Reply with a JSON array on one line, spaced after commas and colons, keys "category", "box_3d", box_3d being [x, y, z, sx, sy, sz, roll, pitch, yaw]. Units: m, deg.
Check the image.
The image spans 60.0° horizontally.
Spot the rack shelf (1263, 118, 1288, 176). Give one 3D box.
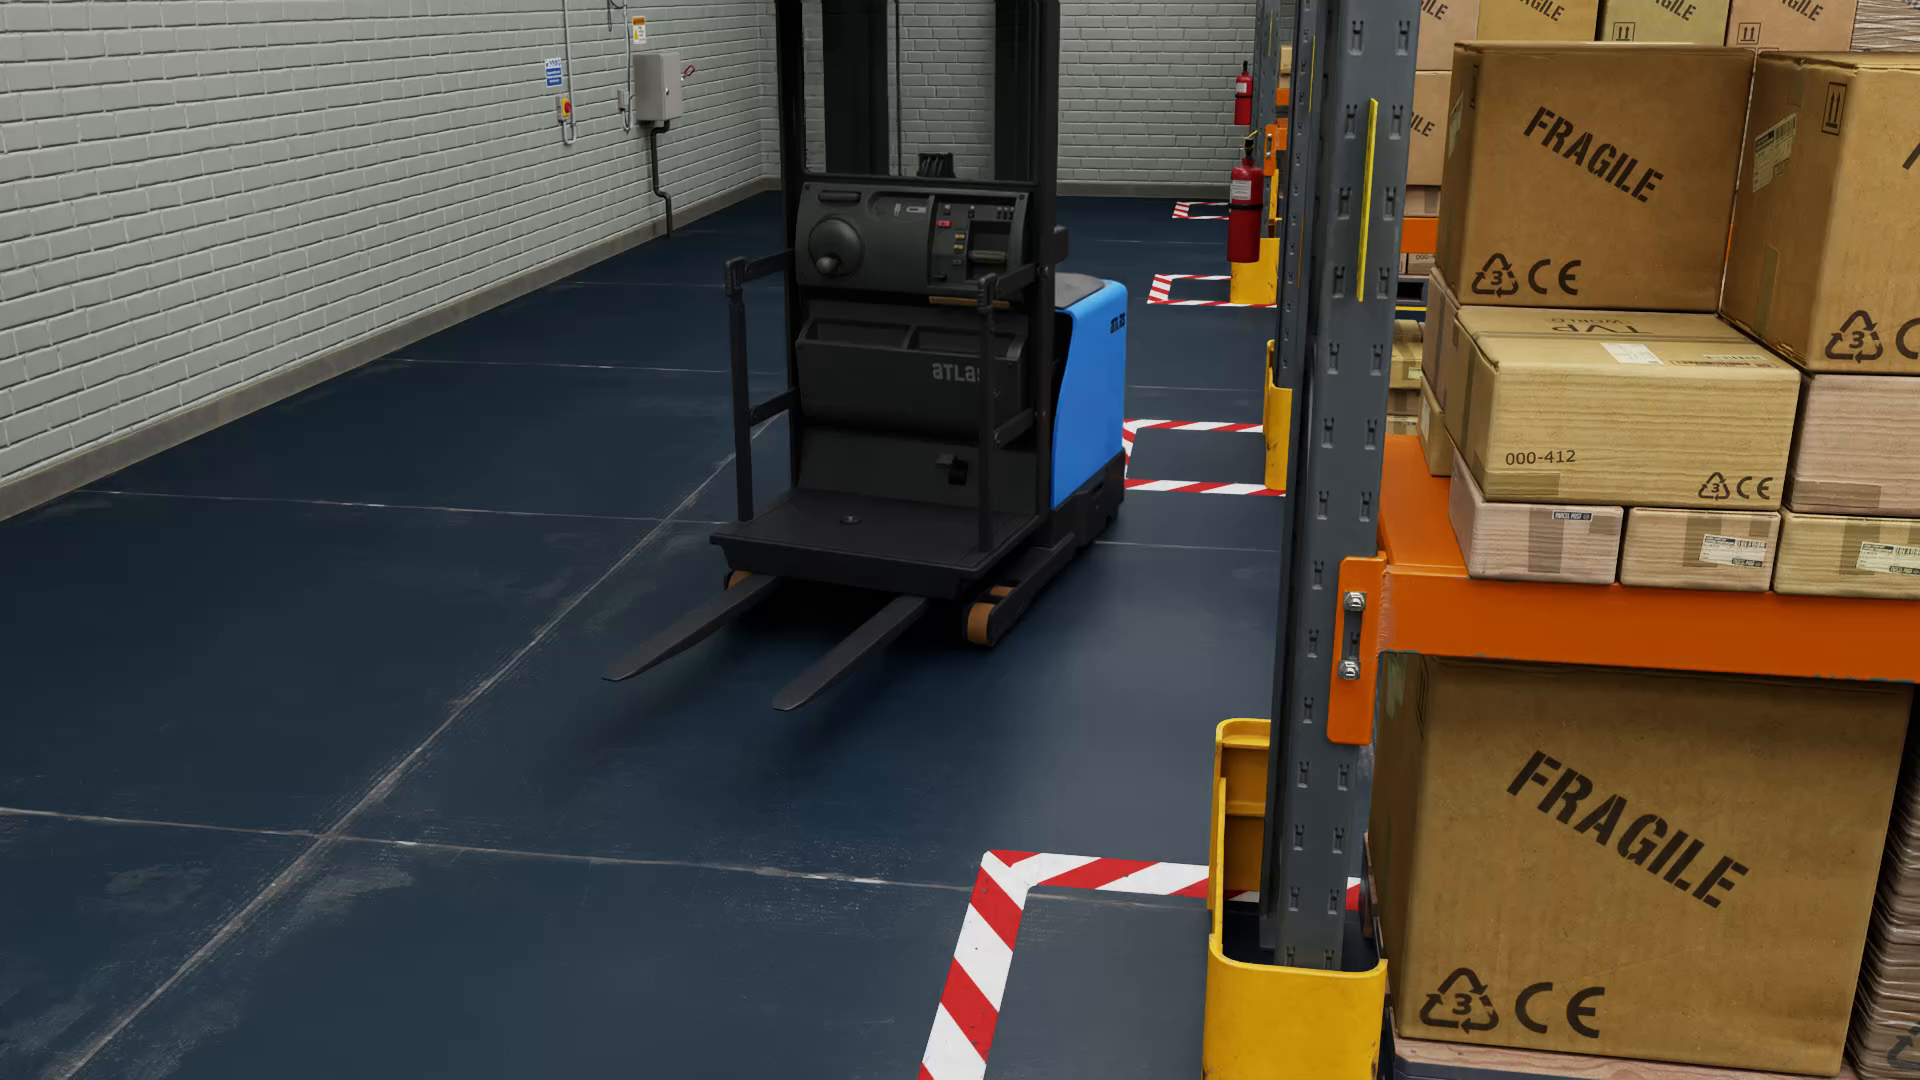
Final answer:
[{"category": "rack shelf", "box_3d": [4.321, -2.956, 12.544, 4.000, 0.370, 1.077, 3, 19, 9]}]

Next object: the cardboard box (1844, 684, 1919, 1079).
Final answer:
[{"category": "cardboard box", "box_3d": [2.317, 0.568, 3.565, 0.875, 0.875, 0.875, 3, 19, 9]}]

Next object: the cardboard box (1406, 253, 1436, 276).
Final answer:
[{"category": "cardboard box", "box_3d": [3.918, -2.337, 12.936, 0.875, 0.438, 0.875, 3, 19, 10]}]

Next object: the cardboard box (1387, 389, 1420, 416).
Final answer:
[{"category": "cardboard box", "box_3d": [2.137, -0.724, 8.101, 0.250, 0.149, 0.380, 4, 19, 11]}]

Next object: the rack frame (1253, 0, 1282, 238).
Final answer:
[{"category": "rack frame", "box_3d": [2.346, -3.398, 12.731, 0.127, 3.000, 1.000, 3, 19, 9]}]

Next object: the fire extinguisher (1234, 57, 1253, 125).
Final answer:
[{"category": "fire extinguisher", "box_3d": [2.911, -4.602, 17.040, 0.183, 0.674, 0.296, 3, 19, 9]}]

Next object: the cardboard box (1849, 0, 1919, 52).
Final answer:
[{"category": "cardboard box", "box_3d": [4.089, -2.297, 7.238, 0.500, 0.500, 0.500, 3, 19, 10]}]

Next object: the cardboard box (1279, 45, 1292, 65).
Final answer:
[{"category": "cardboard box", "box_3d": [3.626, -5.083, 17.535, 0.500, 0.250, 0.500, 3, 19, 10]}]

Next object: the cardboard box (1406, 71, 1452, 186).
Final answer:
[{"category": "cardboard box", "box_3d": [2.060, -1.921, 7.692, 0.500, 0.500, 0.500, 4, 19, 11]}]

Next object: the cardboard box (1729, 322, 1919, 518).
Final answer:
[{"category": "cardboard box", "box_3d": [1.719, -0.230, 3.032, 0.500, 0.250, 0.500, 3, 19, 8]}]

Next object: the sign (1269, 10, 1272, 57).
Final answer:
[{"category": "sign", "box_3d": [2.252, -3.672, 12.063, 0.005, 0.325, 0.100, 3, 19, 9]}]

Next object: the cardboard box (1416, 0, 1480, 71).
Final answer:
[{"category": "cardboard box", "box_3d": [2.062, -2.399, 7.543, 0.500, 0.500, 0.500, 3, 19, 8]}]

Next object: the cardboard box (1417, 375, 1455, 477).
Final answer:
[{"category": "cardboard box", "box_3d": [1.178, -0.259, 3.747, 0.250, 0.149, 0.380, 3, 19, 10]}]

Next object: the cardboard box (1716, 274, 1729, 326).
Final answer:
[{"category": "cardboard box", "box_3d": [1.795, -0.396, 3.528, 0.500, 0.250, 0.500, 3, 19, 8]}]

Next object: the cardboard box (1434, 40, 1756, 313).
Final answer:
[{"category": "cardboard box", "box_3d": [1.297, -0.777, 3.483, 0.500, 0.500, 0.500, 3, 19, 9]}]

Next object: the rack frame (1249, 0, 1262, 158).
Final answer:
[{"category": "rack frame", "box_3d": [3.130, -4.953, 17.379, 0.127, 3.000, 1.000, 3, 19, 9]}]

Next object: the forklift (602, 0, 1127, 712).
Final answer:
[{"category": "forklift", "box_3d": [-0.267, -1.146, 6.110, 1.130, 2.935, 3.031, 7, 20, 21]}]

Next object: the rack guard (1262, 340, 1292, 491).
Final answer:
[{"category": "rack guard", "box_3d": [1.736, -0.653, 8.466, 0.348, 0.500, 1.175, 3, 19, 9]}]

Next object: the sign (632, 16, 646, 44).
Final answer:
[{"category": "sign", "box_3d": [-2.961, -4.710, 15.351, 0.001, 0.242, 0.339, 3, 19, 9]}]

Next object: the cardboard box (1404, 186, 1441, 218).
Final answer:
[{"category": "cardboard box", "box_3d": [2.186, -1.604, 7.766, 0.250, 0.149, 0.380, 4, 19, 11]}]

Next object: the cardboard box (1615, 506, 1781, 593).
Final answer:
[{"category": "cardboard box", "box_3d": [1.326, -0.040, 3.092, 0.250, 0.149, 0.380, 3, 19, 8]}]

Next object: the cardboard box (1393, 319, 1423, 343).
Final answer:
[{"category": "cardboard box", "box_3d": [2.223, -1.024, 8.530, 0.250, 0.149, 0.380, 3, 19, 9]}]

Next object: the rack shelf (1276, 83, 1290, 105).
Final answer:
[{"category": "rack shelf", "box_3d": [5.104, -4.511, 17.193, 4.000, 0.370, 1.077, 3, 19, 9]}]

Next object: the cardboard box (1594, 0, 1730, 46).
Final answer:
[{"category": "cardboard box", "box_3d": [3.071, -2.342, 7.374, 0.500, 0.500, 0.500, 2, 19, 7]}]

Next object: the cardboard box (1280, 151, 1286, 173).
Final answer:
[{"category": "cardboard box", "box_3d": [3.718, -3.908, 17.528, 0.637, 0.503, 0.797, 2, 19, 6]}]

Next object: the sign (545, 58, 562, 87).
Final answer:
[{"category": "sign", "box_3d": [-3.293, -3.791, 13.479, 0.001, 0.218, 0.327, 3, 19, 9]}]

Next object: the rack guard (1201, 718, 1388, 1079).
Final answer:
[{"category": "rack guard", "box_3d": [0.750, 0.891, 3.853, 0.348, 0.500, 1.175, 3, 19, 9]}]

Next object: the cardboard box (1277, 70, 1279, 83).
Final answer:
[{"category": "cardboard box", "box_3d": [3.499, -4.901, 17.621, 0.250, 0.149, 0.380, 3, 19, 8]}]

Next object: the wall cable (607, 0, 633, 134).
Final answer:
[{"category": "wall cable", "box_3d": [-3.012, -4.601, 14.726, 0.122, 1.984, 0.588, 3, 19, 9]}]

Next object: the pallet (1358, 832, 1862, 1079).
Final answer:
[{"category": "pallet", "box_3d": [1.576, 1.045, 3.848, 1.213, 0.211, 1.003, 3, 19, 9]}]

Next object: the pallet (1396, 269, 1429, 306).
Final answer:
[{"category": "pallet", "box_3d": [3.148, -2.060, 13.127, 1.213, 0.211, 1.003, 3, 19, 9]}]
